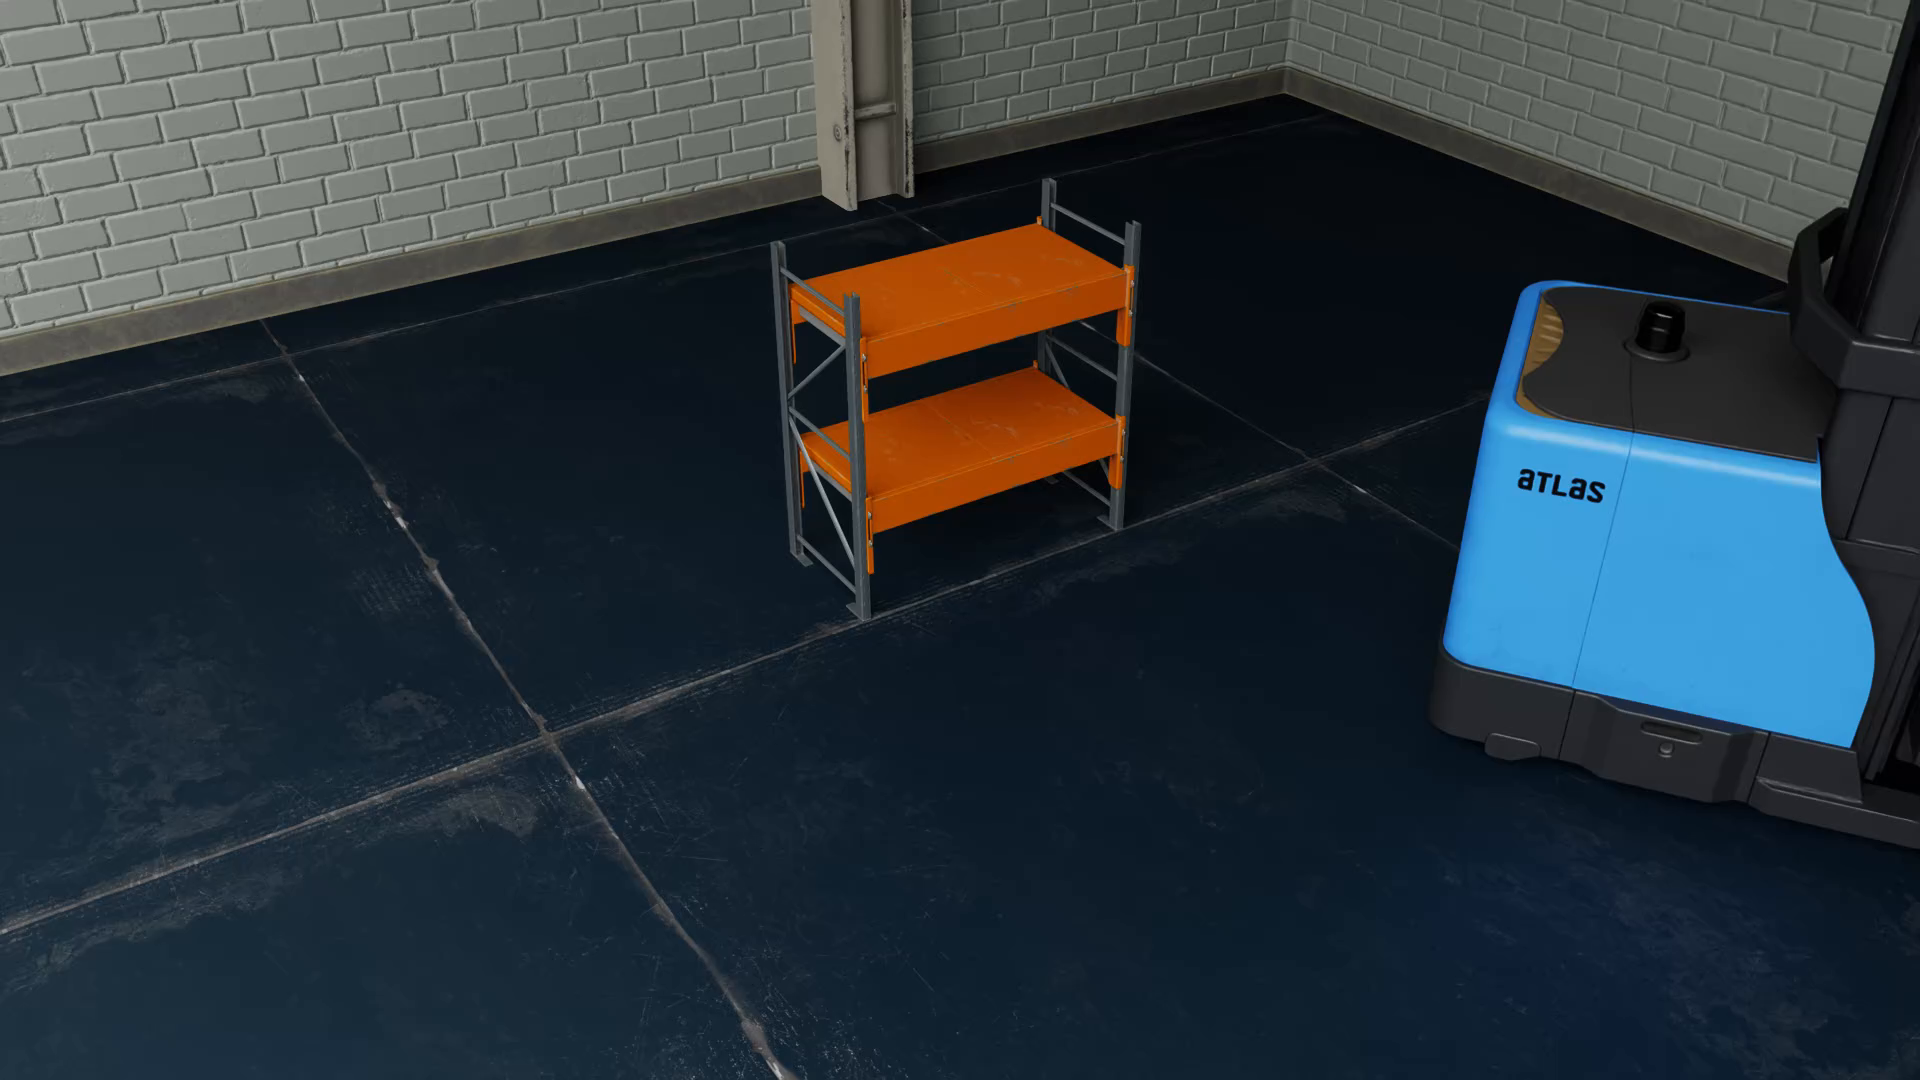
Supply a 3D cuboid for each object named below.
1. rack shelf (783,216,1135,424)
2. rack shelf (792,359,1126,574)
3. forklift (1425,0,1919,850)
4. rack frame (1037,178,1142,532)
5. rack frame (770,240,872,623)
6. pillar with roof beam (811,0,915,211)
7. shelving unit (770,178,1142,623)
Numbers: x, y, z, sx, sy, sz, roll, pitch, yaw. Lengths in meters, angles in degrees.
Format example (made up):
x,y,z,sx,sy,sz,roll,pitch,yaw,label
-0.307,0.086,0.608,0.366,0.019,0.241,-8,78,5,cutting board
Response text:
x,y,z,sx,sy,sz,roll,pitch,yaw,label
-0.006,-0.721,5.291,1.000,0.278,0.538,-19,37,-27,rack shelf
-0.006,-0.267,5.577,1.000,0.278,0.538,-19,37,-27,rack shelf
2.918,-0.599,3.952,3.031,2.935,1.130,12,34,18,forklift
0.422,-0.621,5.680,0.032,1.125,0.500,-19,37,-27,rack frame
-0.433,-0.327,5.214,0.032,1.125,0.500,-19,37,-27,rack frame
1.854,-3.658,3.114,0.400,9.000,9.100,-19,37,-27,pillar with roof beam
-0.006,-0.474,5.447,1.048,1.125,0.538,-19,37,-27,shelving unit
